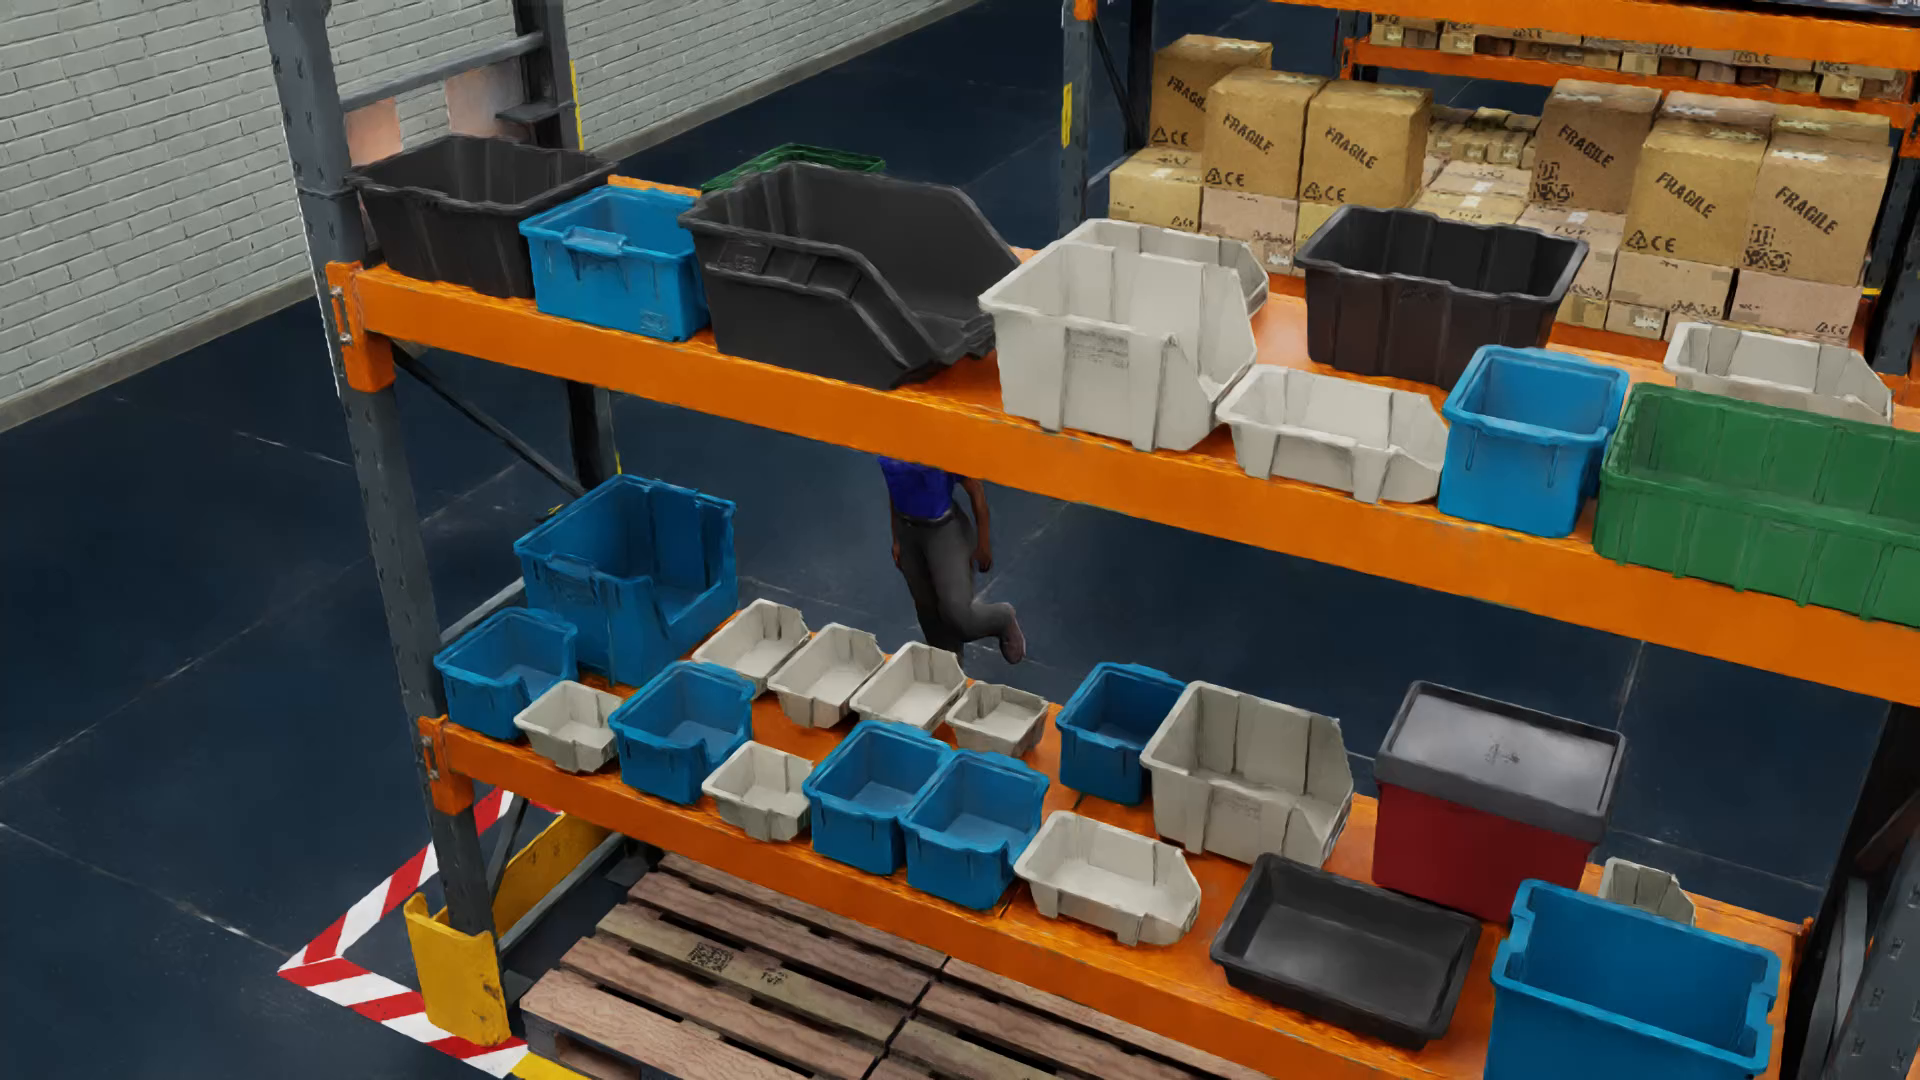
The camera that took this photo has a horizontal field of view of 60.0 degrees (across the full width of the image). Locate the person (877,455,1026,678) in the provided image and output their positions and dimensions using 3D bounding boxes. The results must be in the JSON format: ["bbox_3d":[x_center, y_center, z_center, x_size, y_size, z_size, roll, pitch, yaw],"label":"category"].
[{"bbox_3d":[-0.085,-0.027,7.190,0.563,1.614,0.614,21,36,31],"label":"person"}]
